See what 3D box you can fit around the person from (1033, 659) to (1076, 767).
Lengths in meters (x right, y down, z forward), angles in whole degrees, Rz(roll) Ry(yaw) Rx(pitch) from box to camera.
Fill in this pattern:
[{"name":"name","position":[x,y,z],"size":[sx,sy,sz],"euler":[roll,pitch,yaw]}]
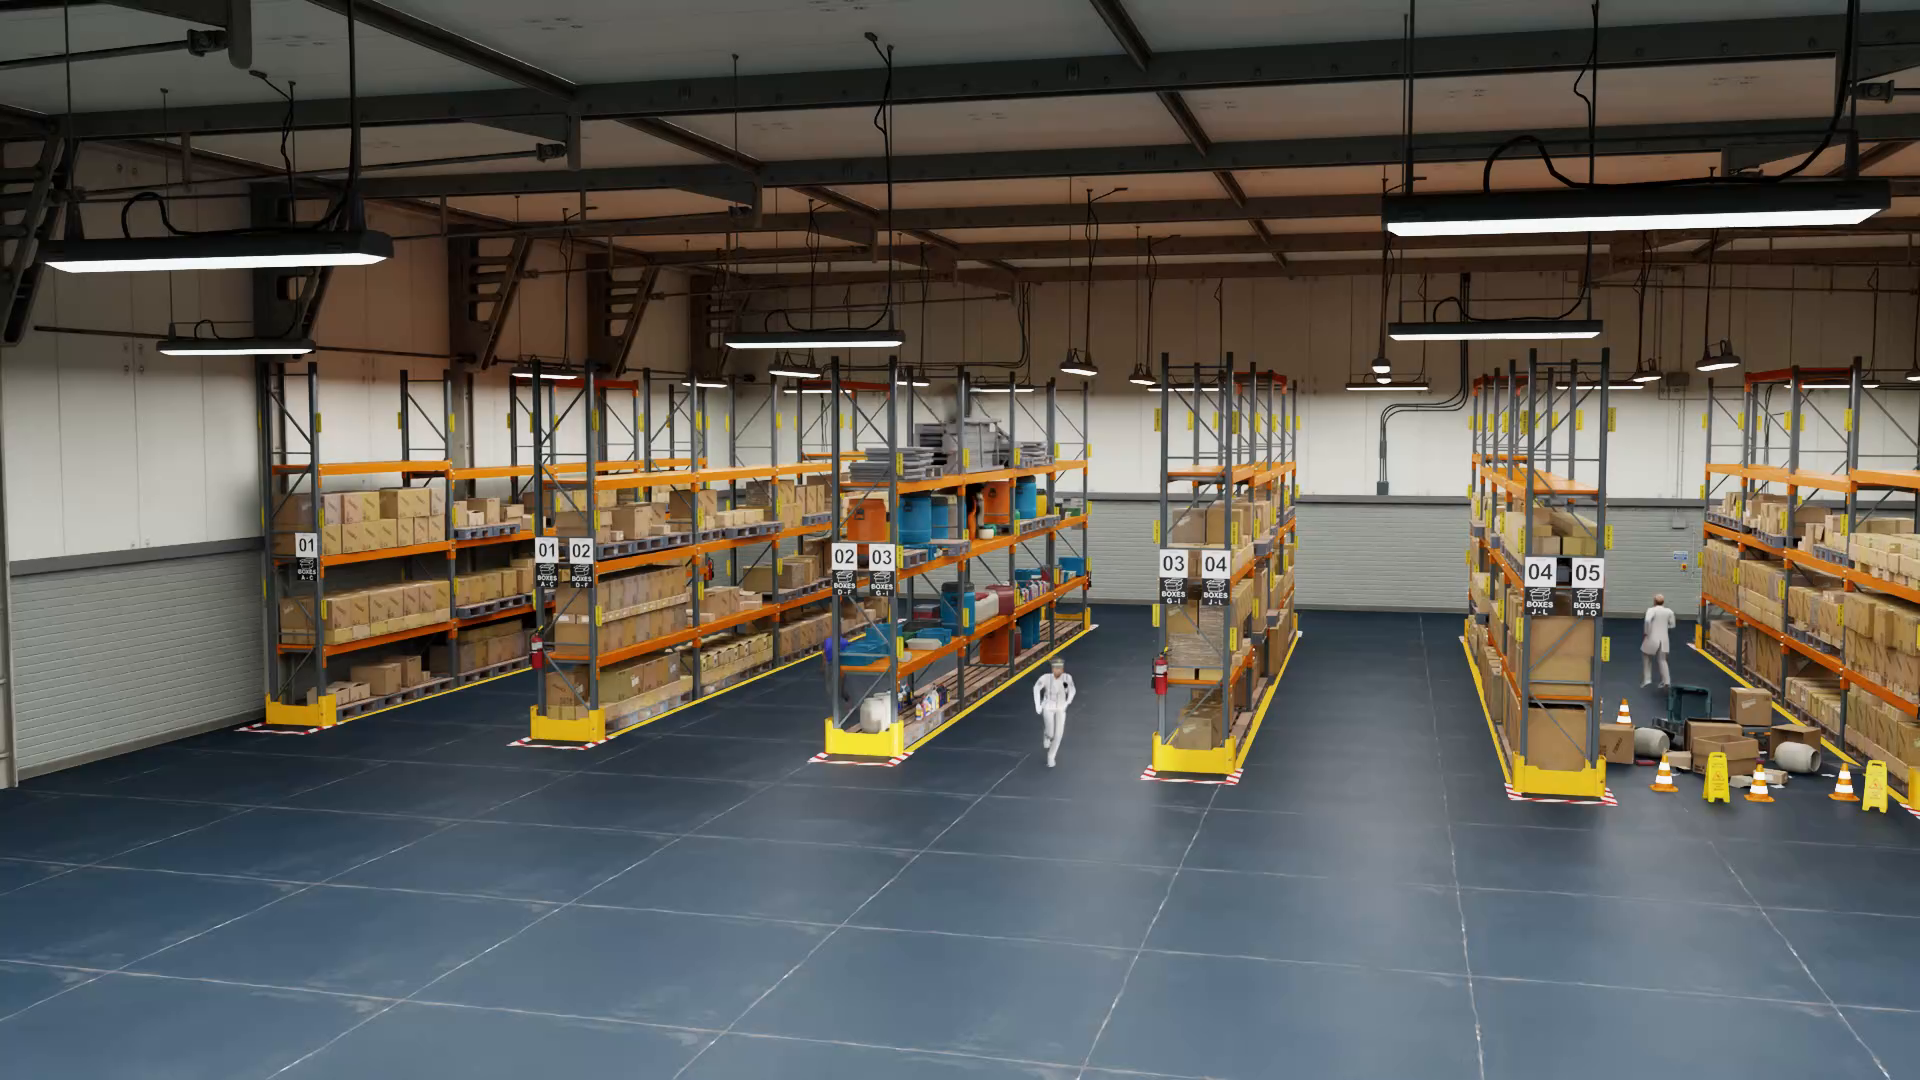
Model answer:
[{"name":"person","position":[1.368,2.503,24.433],"size":[0.591,1.624,0.744],"euler":[-1,4,-12]}]

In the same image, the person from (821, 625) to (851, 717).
[{"name":"person","position":[-2.097,2.210,28.233],"size":[0.571,1.613,0.665],"euler":[2,4,21]}]

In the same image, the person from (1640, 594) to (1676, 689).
[{"name":"person","position":[13.016,1.933,31.004],"size":[0.692,1.845,0.902],"euler":[0,4,1]}]

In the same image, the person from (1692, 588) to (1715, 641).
[{"name":"person","position":[17.127,1.495,38.063],"size":[0.669,1.653,0.625],"euler":[1,4,8]}]
